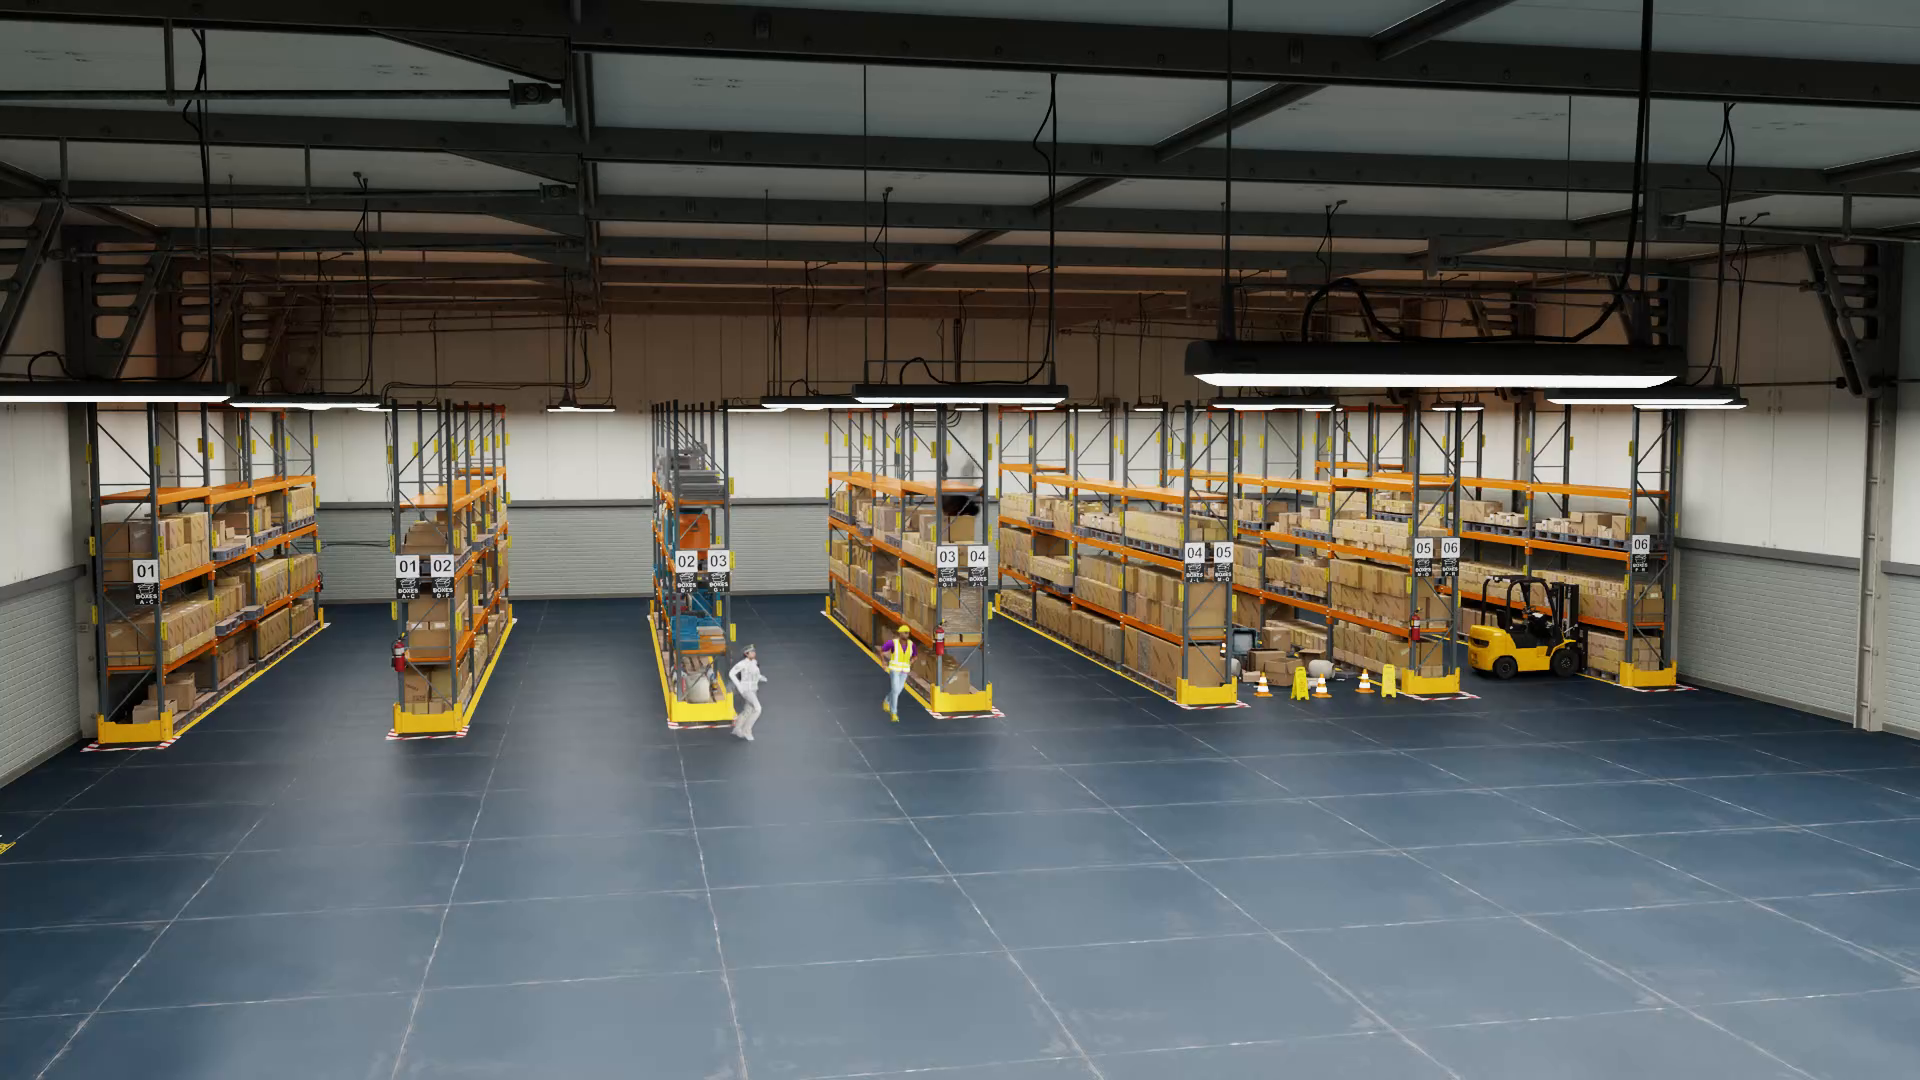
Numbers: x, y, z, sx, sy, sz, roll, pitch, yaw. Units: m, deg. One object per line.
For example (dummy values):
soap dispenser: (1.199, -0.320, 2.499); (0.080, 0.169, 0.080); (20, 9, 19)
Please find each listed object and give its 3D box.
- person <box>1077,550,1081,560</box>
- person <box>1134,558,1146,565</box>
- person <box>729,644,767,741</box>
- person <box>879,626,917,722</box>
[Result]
person: (3.392, 1.192, 48.413); (0.673, 1.839, 0.914); (-2, 5, -24)
person: (5.472, 1.048, 50.946); (0.934, 1.631, 0.632); (0, 4, 1)
person: (-3.716, 2.676, 29.284); (0.691, 1.716, 0.588); (2, 5, 24)
person: (-1.146, 2.488, 31.523); (0.734, 1.754, 0.905); (-2, 5, -27)
